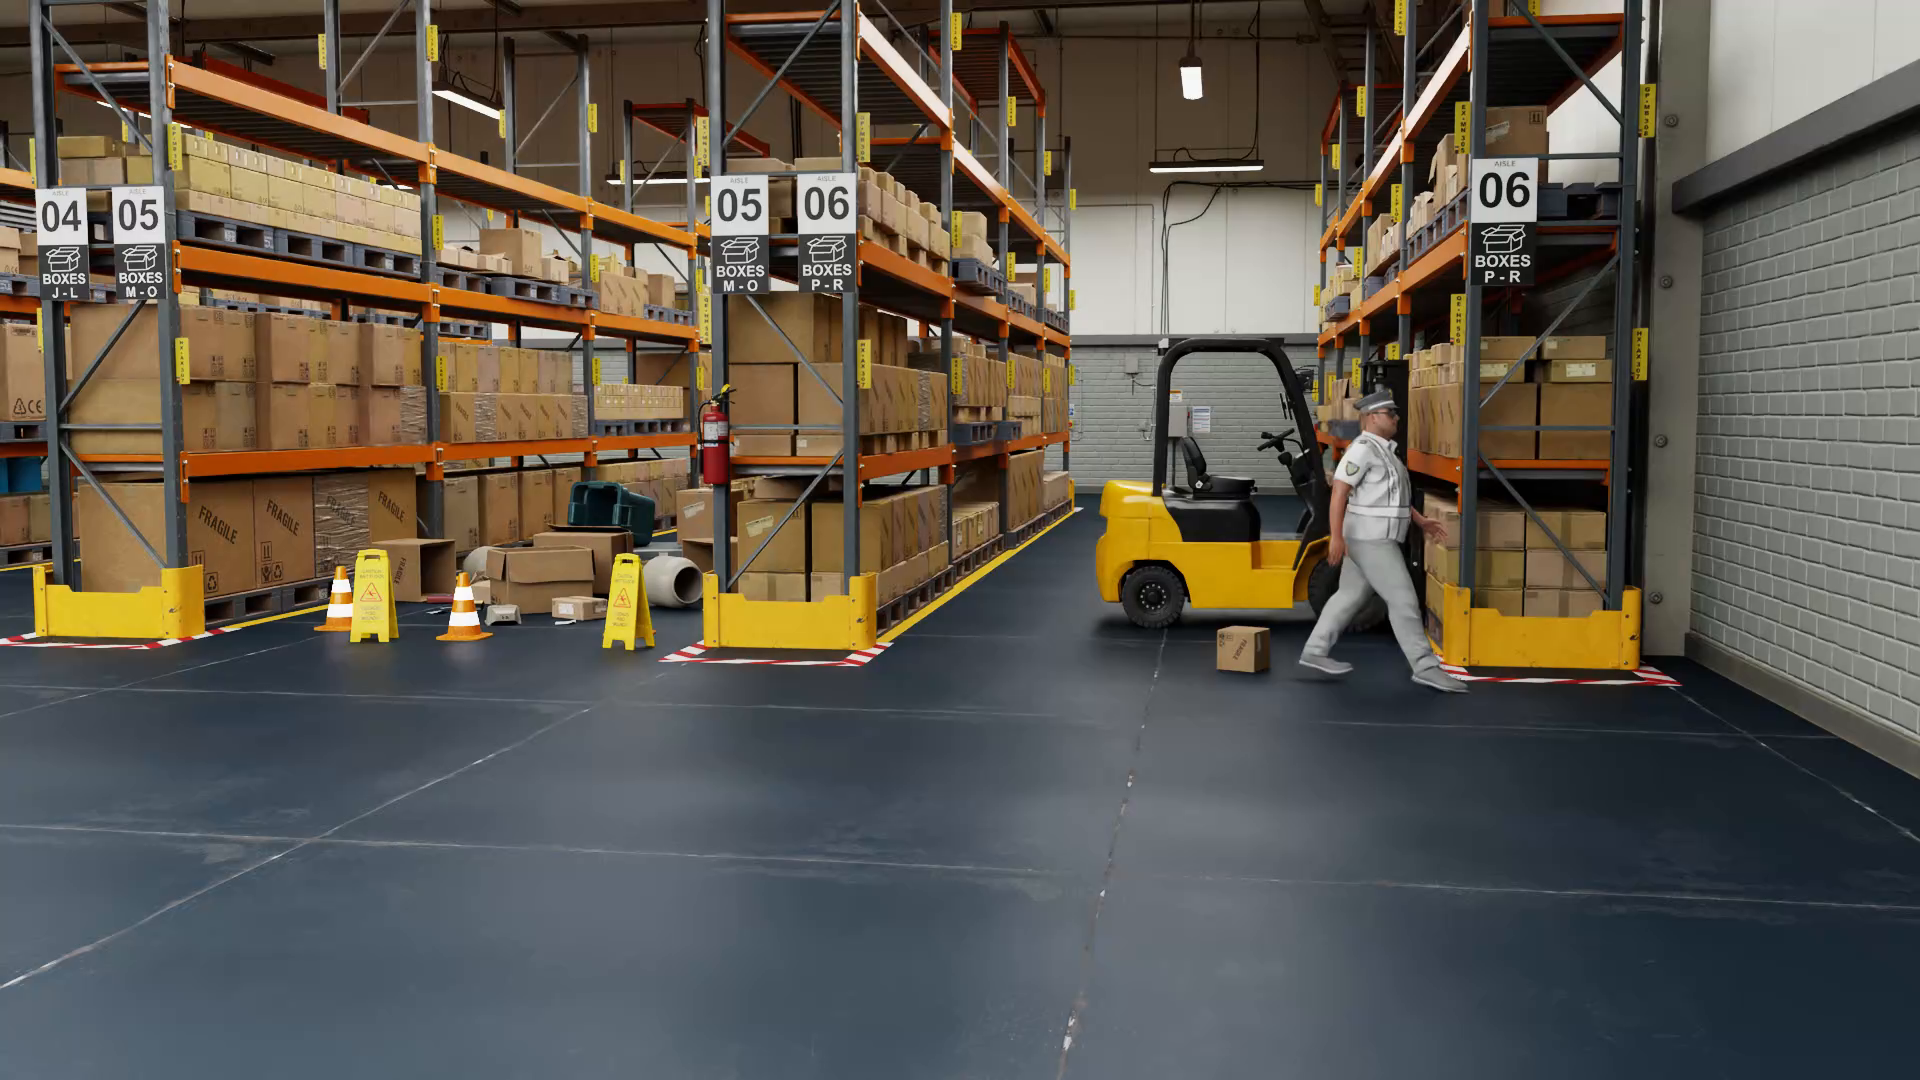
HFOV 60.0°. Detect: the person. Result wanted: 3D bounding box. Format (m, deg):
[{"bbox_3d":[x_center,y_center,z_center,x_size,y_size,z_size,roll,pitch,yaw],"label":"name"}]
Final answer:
[{"bbox_3d":[2.506,-0.014,9.807,1.003,1.757,0.585,2,5,21],"label":"person"}]
